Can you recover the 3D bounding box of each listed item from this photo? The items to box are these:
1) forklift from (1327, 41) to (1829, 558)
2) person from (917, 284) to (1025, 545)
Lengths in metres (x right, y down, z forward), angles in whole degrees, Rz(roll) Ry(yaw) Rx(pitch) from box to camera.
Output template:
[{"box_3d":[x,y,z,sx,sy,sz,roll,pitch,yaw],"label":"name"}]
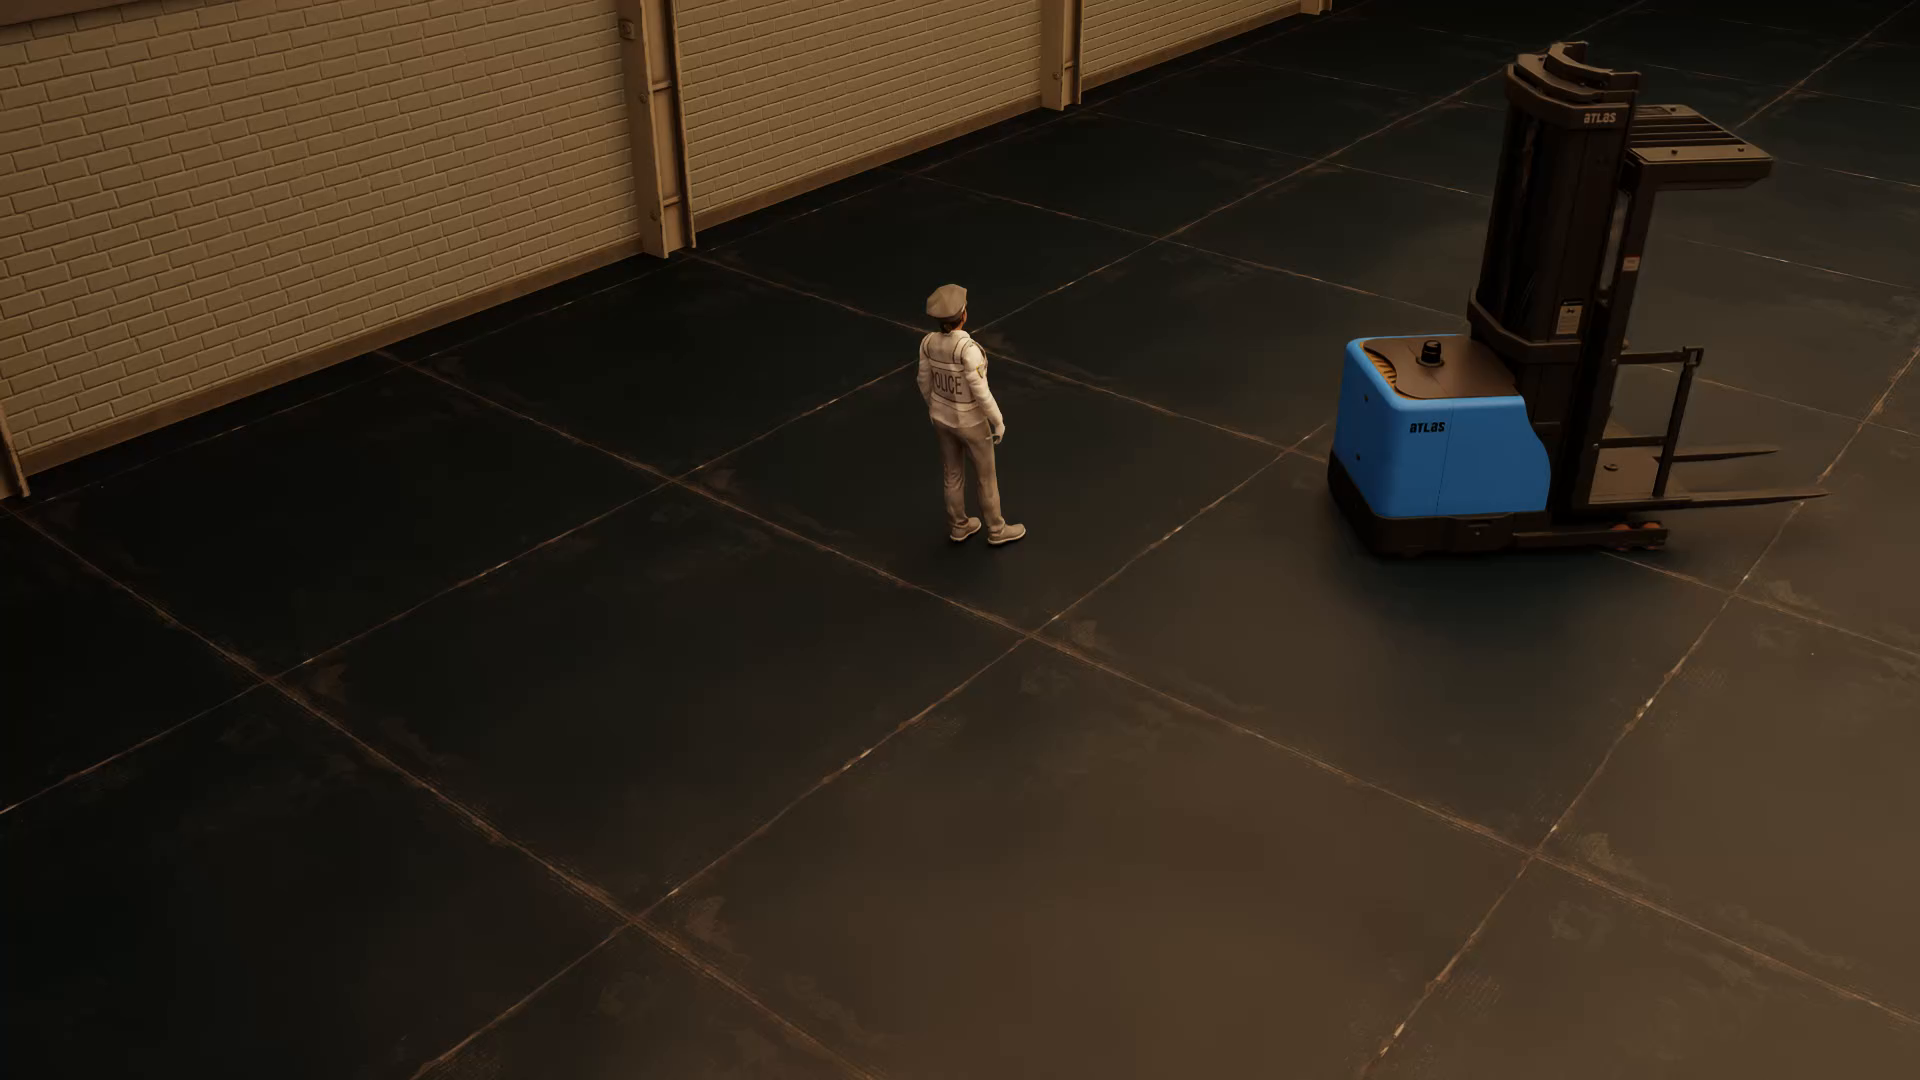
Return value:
[{"box_3d":[3.986,-1.458,10.090,3.031,2.935,1.130,-3,30,-5],"label":"forklift"},{"box_3d":[0.048,-0.763,10.111,0.586,1.694,0.532,22,37,33],"label":"person"}]
